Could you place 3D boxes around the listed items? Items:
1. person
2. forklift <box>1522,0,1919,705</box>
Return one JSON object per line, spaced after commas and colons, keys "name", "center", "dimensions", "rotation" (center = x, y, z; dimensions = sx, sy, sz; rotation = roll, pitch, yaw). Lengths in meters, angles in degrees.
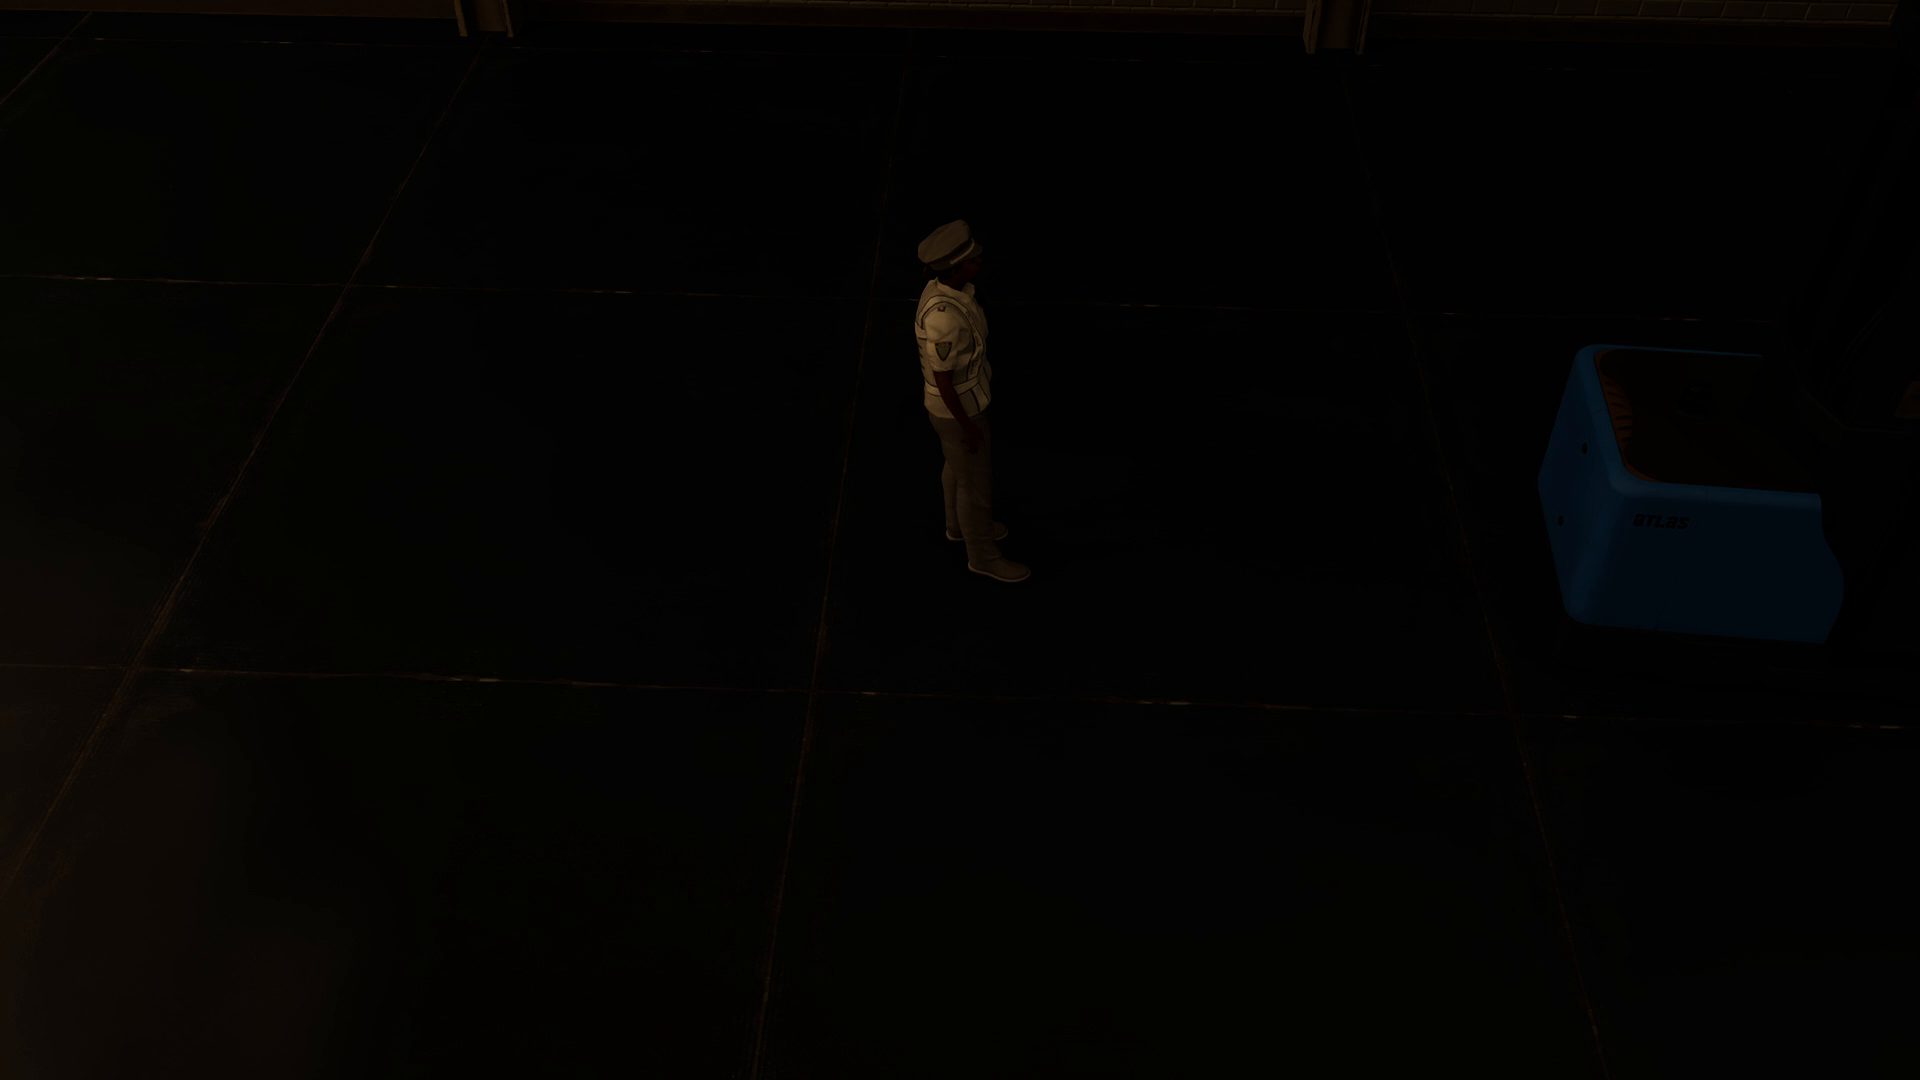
{"name": "person", "center": [0.074, -0.615, 7.323], "dimensions": [0.528, 1.693, 0.569], "rotation": [2, 42, 2]}
{"name": "forklift", "center": [4.132, -0.723, 6.534], "dimensions": [3.031, 2.935, 1.130], "rotation": [4, 43, 5]}
